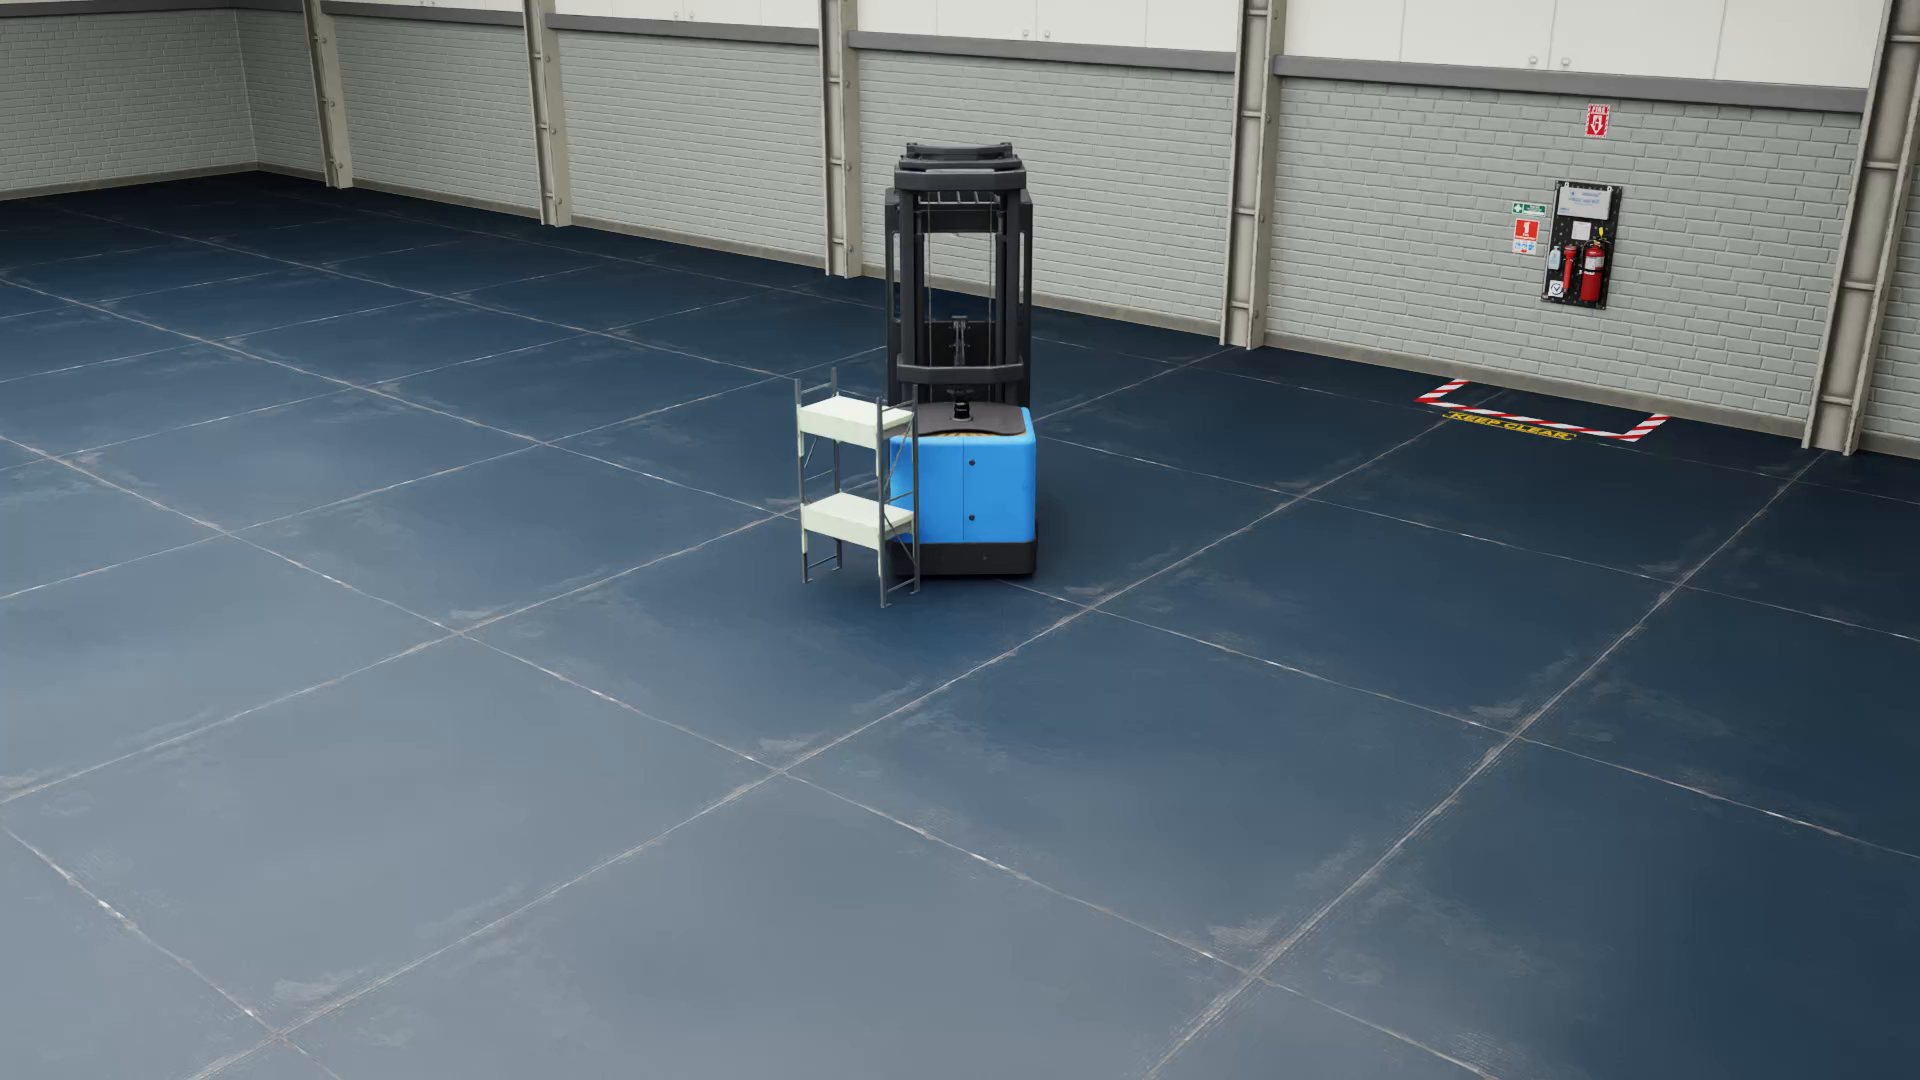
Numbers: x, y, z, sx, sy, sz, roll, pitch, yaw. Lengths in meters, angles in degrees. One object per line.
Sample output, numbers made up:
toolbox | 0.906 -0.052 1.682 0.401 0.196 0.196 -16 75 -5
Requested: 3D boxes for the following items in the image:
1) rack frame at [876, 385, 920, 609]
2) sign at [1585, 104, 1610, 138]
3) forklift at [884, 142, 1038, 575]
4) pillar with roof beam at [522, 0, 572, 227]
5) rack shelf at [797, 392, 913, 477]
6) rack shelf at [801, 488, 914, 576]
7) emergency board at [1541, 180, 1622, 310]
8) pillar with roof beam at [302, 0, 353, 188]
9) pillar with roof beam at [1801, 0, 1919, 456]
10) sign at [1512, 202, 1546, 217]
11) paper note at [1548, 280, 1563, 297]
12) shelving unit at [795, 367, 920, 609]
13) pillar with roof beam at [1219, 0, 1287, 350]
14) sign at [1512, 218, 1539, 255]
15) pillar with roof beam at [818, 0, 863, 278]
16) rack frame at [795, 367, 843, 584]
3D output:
rack frame | -0.415 -0.287 11.300 0.023 1.500 0.400 15 26 35
sign | 5.936 -3.905 15.486 0.199 0.298 0.001 16 26 36
forklift | -0.017 -1.593 12.737 1.130 2.935 3.031 -1 21 -1
pillar with roof beam | -8.898 -7.875 20.798 0.400 9.000 9.100 16 26 36
rack shelf | -0.704 -0.731 11.373 0.720 0.370 0.431 15 26 35
rack shelf | -0.702 -0.062 11.628 0.720 0.370 0.431 15 26 35
emergency board | 5.879 -2.791 15.818 0.643 1.169 0.194 16 26 36
pillar with roof beam | -13.546 -9.214 24.348 0.400 9.000 9.100 16 26 36
pillar with roof beam | 5.047 -3.859 10.149 0.400 9.000 9.100 16 26 36
sign | 5.514 -3.204 16.111 0.331 0.109 0.001 16 26 36
paper note | 5.785 -2.437 16.128 0.142 0.148 0.016 16 26 36
shelving unit | -0.703 -0.367 11.512 0.755 1.500 0.431 15 26 35
pillar with roof beam | 0.399 -5.198 13.699 0.400 9.000 9.100 16 26 36
sign | 5.516 -2.959 16.214 0.234 0.329 0.001 16 26 36
pillar with roof beam | -4.249 -6.537 17.249 0.400 9.000 9.100 16 26 36
rack frame | -0.991 -0.446 11.723 0.023 1.500 0.400 15 26 35
